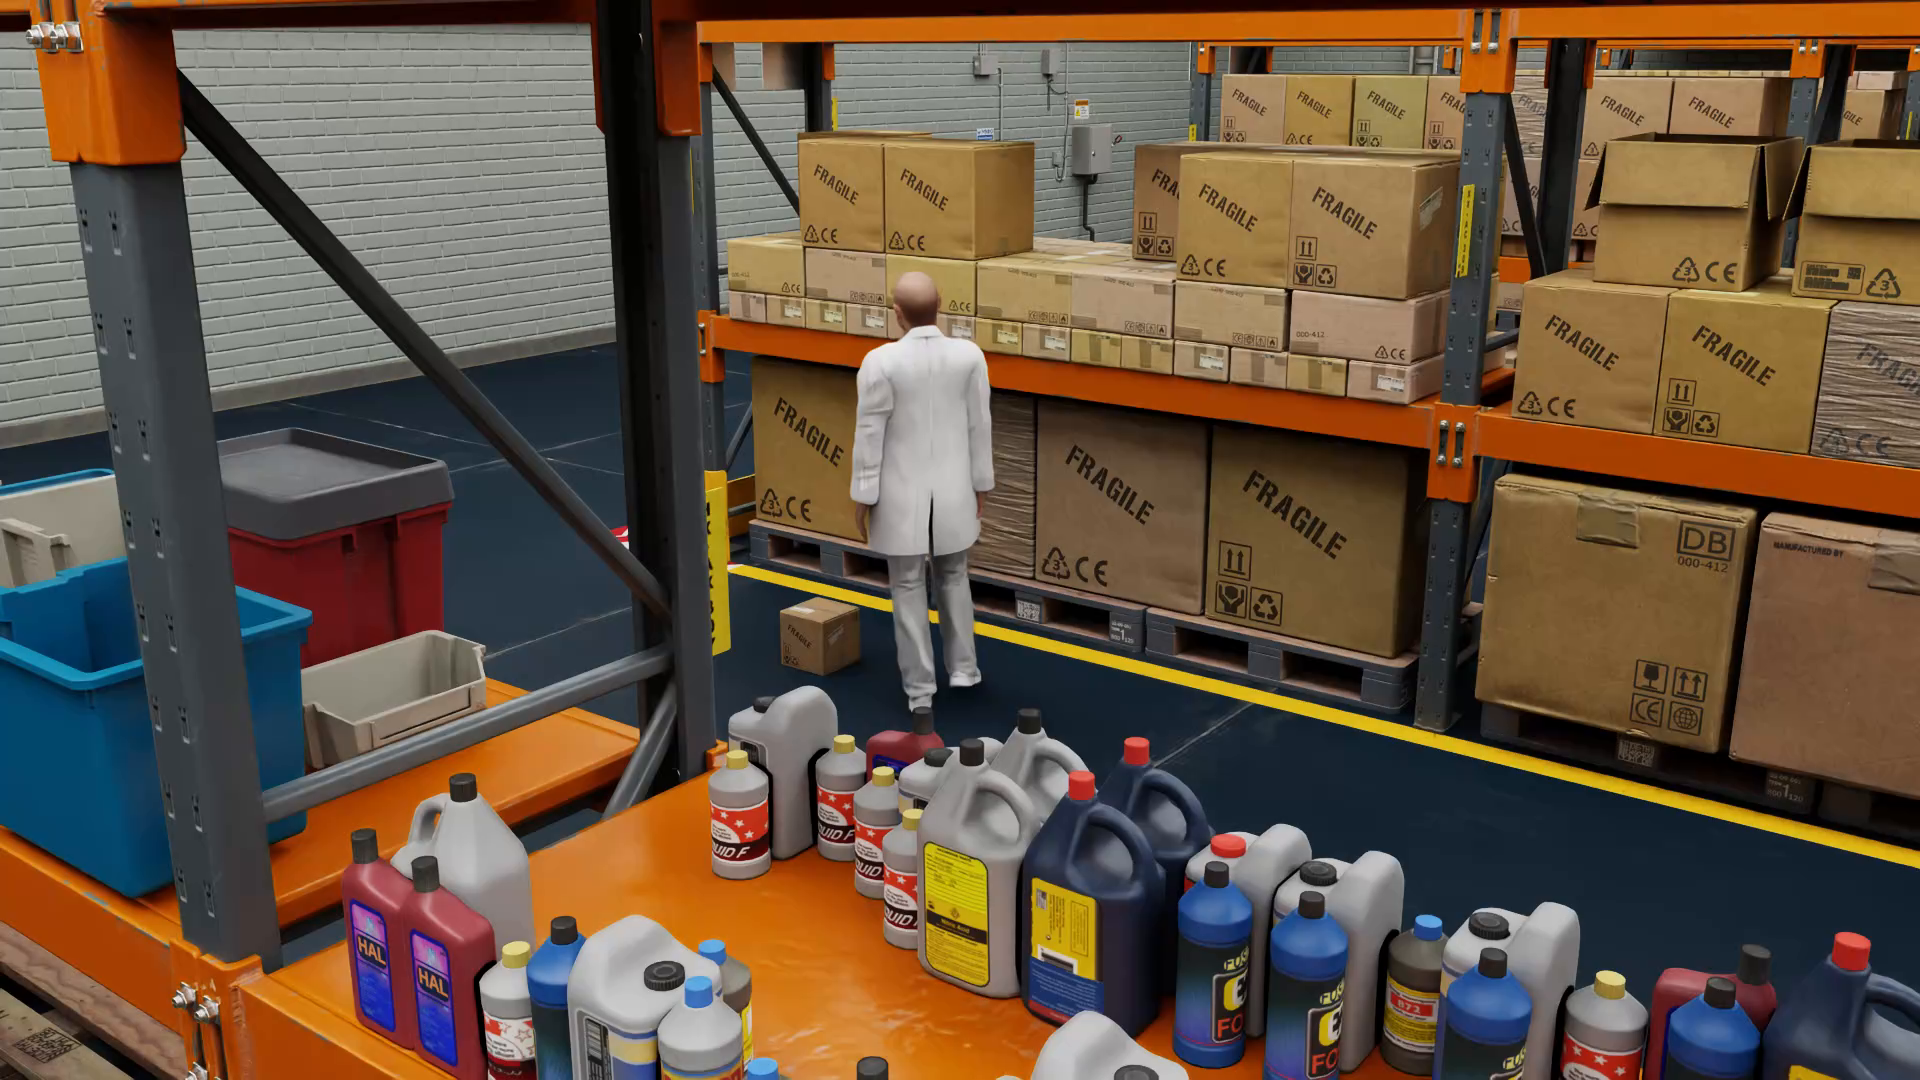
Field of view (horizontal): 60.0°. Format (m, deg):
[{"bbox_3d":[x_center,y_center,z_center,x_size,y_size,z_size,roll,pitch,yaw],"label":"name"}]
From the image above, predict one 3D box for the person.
[{"bbox_3d":[-0.161,-0.188,6.744,0.636,1.820,0.481,-5,17,-17],"label":"person"}]
